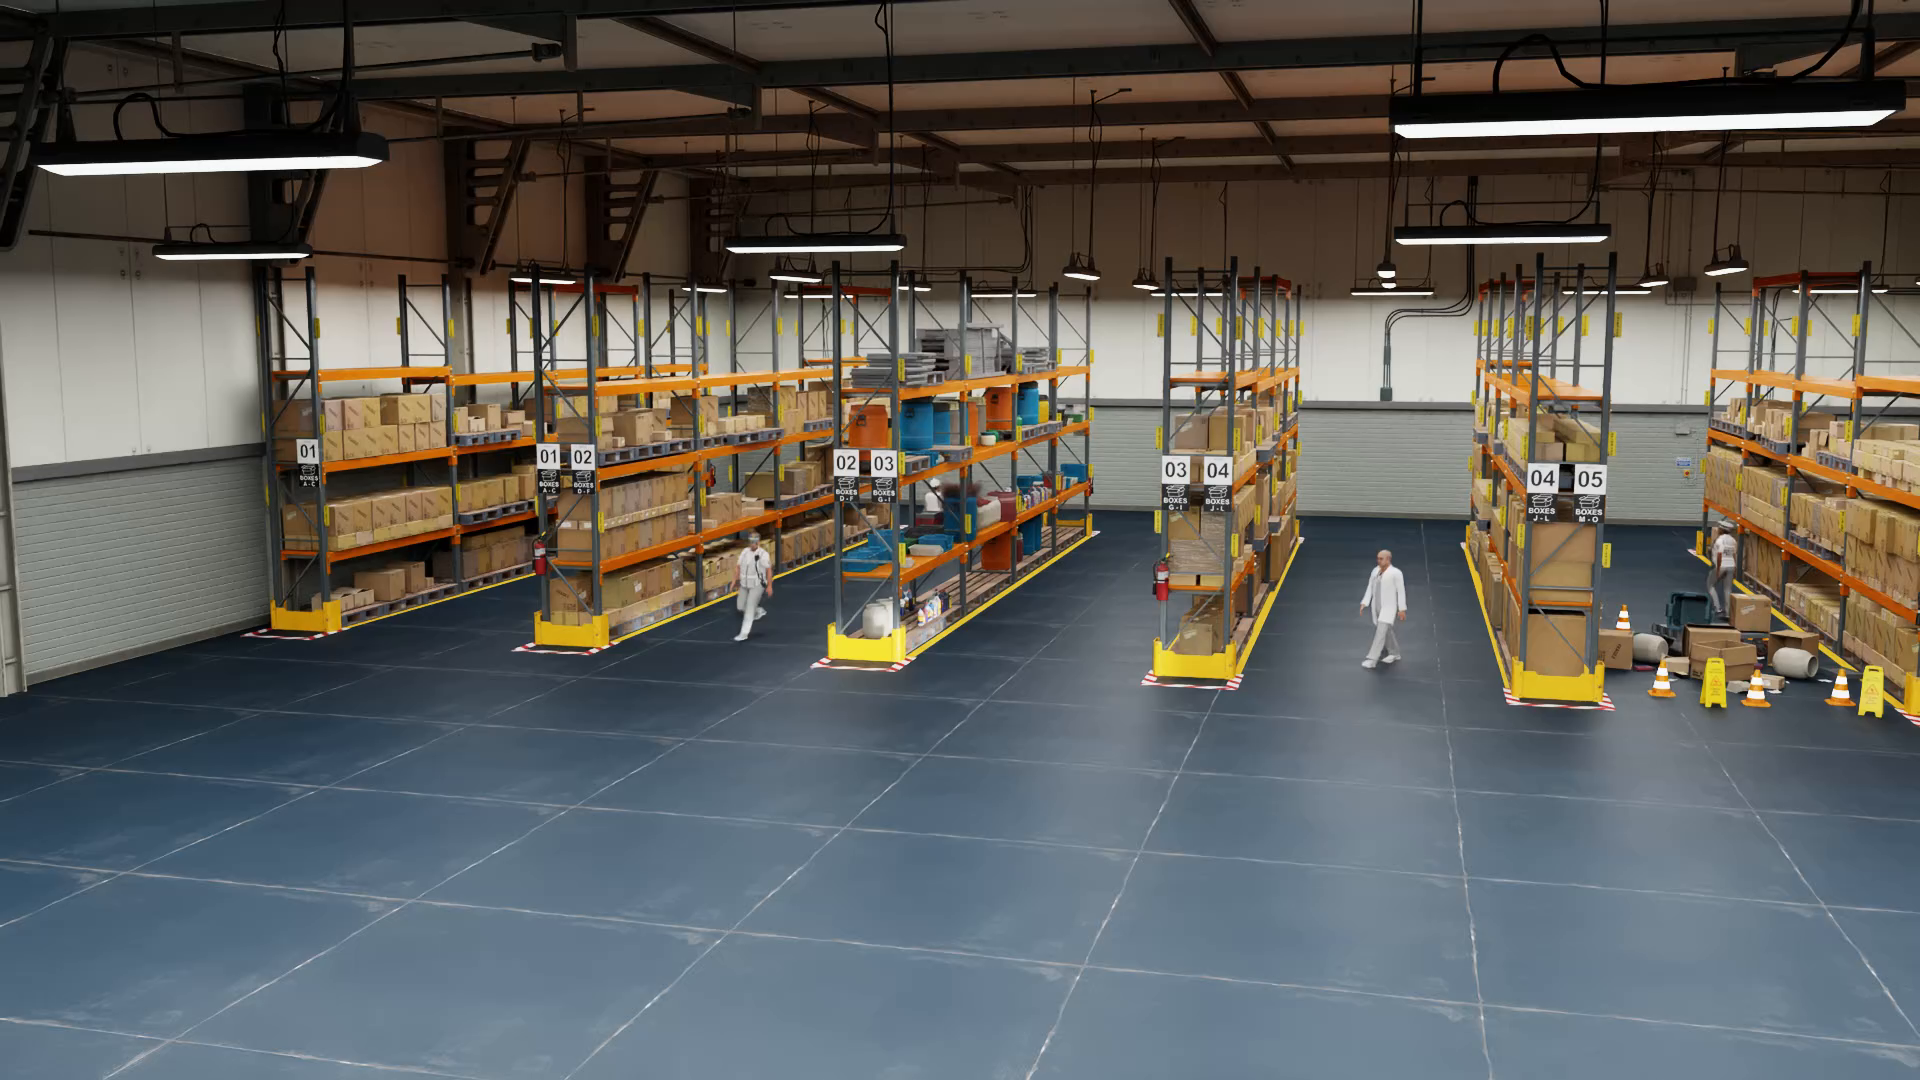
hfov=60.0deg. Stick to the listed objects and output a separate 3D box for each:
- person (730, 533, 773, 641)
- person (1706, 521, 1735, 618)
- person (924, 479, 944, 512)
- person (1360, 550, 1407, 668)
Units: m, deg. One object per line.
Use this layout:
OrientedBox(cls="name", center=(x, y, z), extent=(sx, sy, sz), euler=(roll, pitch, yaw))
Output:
OrientedBox(cls="person", center=(-3.380, 0.732, 27.010), extent=(0.618, 1.710, 0.961), euler=(3, 8, 24))
OrientedBox(cls="person", center=(13.260, 0.524, 28.851), extent=(0.470, 1.701, 0.491), euler=(-1, 7, -11))
OrientedBox(cls="person", center=(-0.562, -0.436, 36.024), extent=(0.570, 1.772, 0.501), euler=(6, 10, 41))
OrientedBox(cls="person", center=(6.229, 1.009, 24.620), extent=(1.098, 1.725, 0.644), euler=(-5, 9, -32))
